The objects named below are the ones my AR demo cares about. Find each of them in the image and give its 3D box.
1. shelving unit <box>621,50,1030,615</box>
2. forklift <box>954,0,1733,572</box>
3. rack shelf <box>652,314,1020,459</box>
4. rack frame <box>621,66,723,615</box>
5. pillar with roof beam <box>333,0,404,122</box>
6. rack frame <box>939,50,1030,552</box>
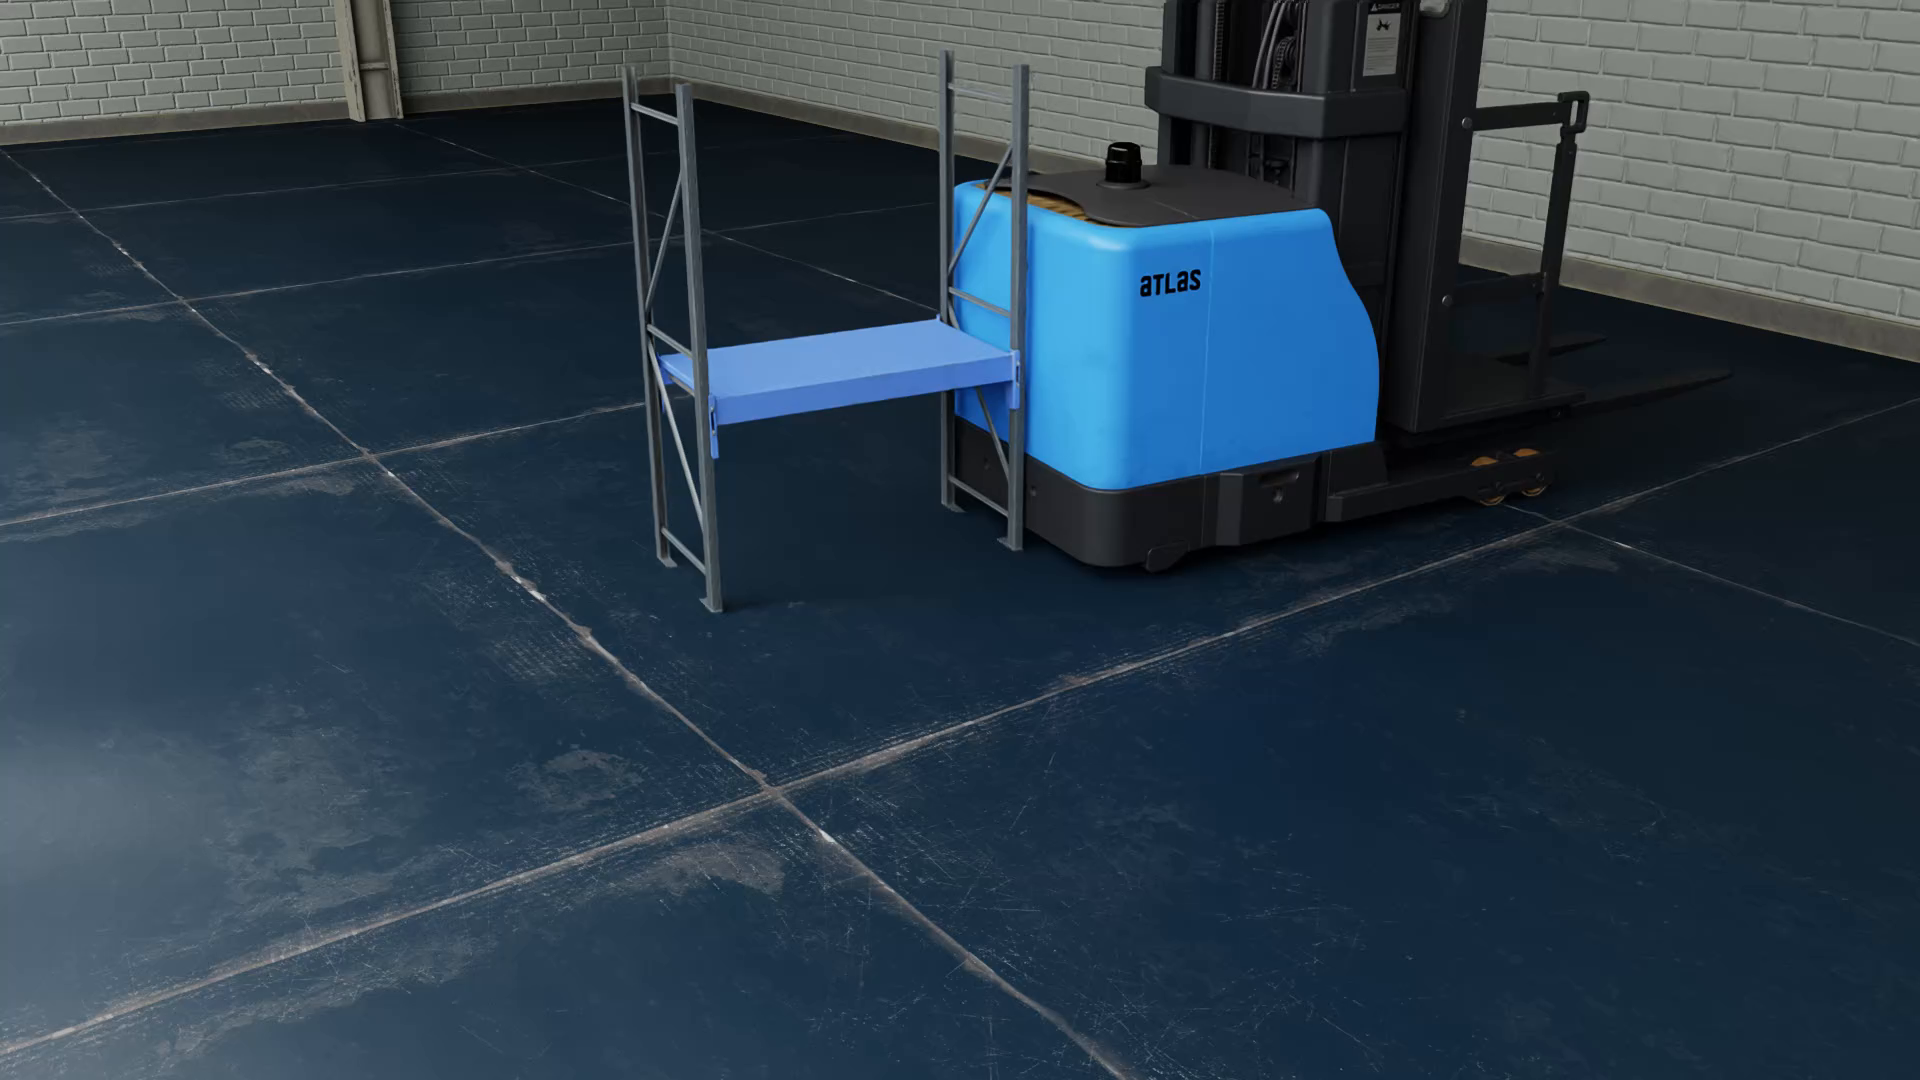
[{"bbox_3d":[-0.379,-0.652,5.008,1.048,1.500,0.538,-11,24,-26],"label":"shelving unit"},{"bbox_3d":[1.489,-1.637,5.544,3.031,2.935,1.130,-11,24,-26],"label":"forklift"},{"bbox_3d":[-0.379,-0.485,5.074,1.000,0.185,0.538,-11,24,-26],"label":"rack shelf"},{"bbox_3d":[-0.826,-0.562,4.782,0.032,1.500,0.500,-11,24,-26],"label":"rack frame"},{"bbox_3d":[-2.689,-6.648,9.915,0.400,9.000,9.100,-15,26,-33],"label":"pillar with roof beam"},{"bbox_3d":[0.067,-0.742,5.233,0.032,1.500,0.500,-11,24,-26],"label":"rack frame"}]
